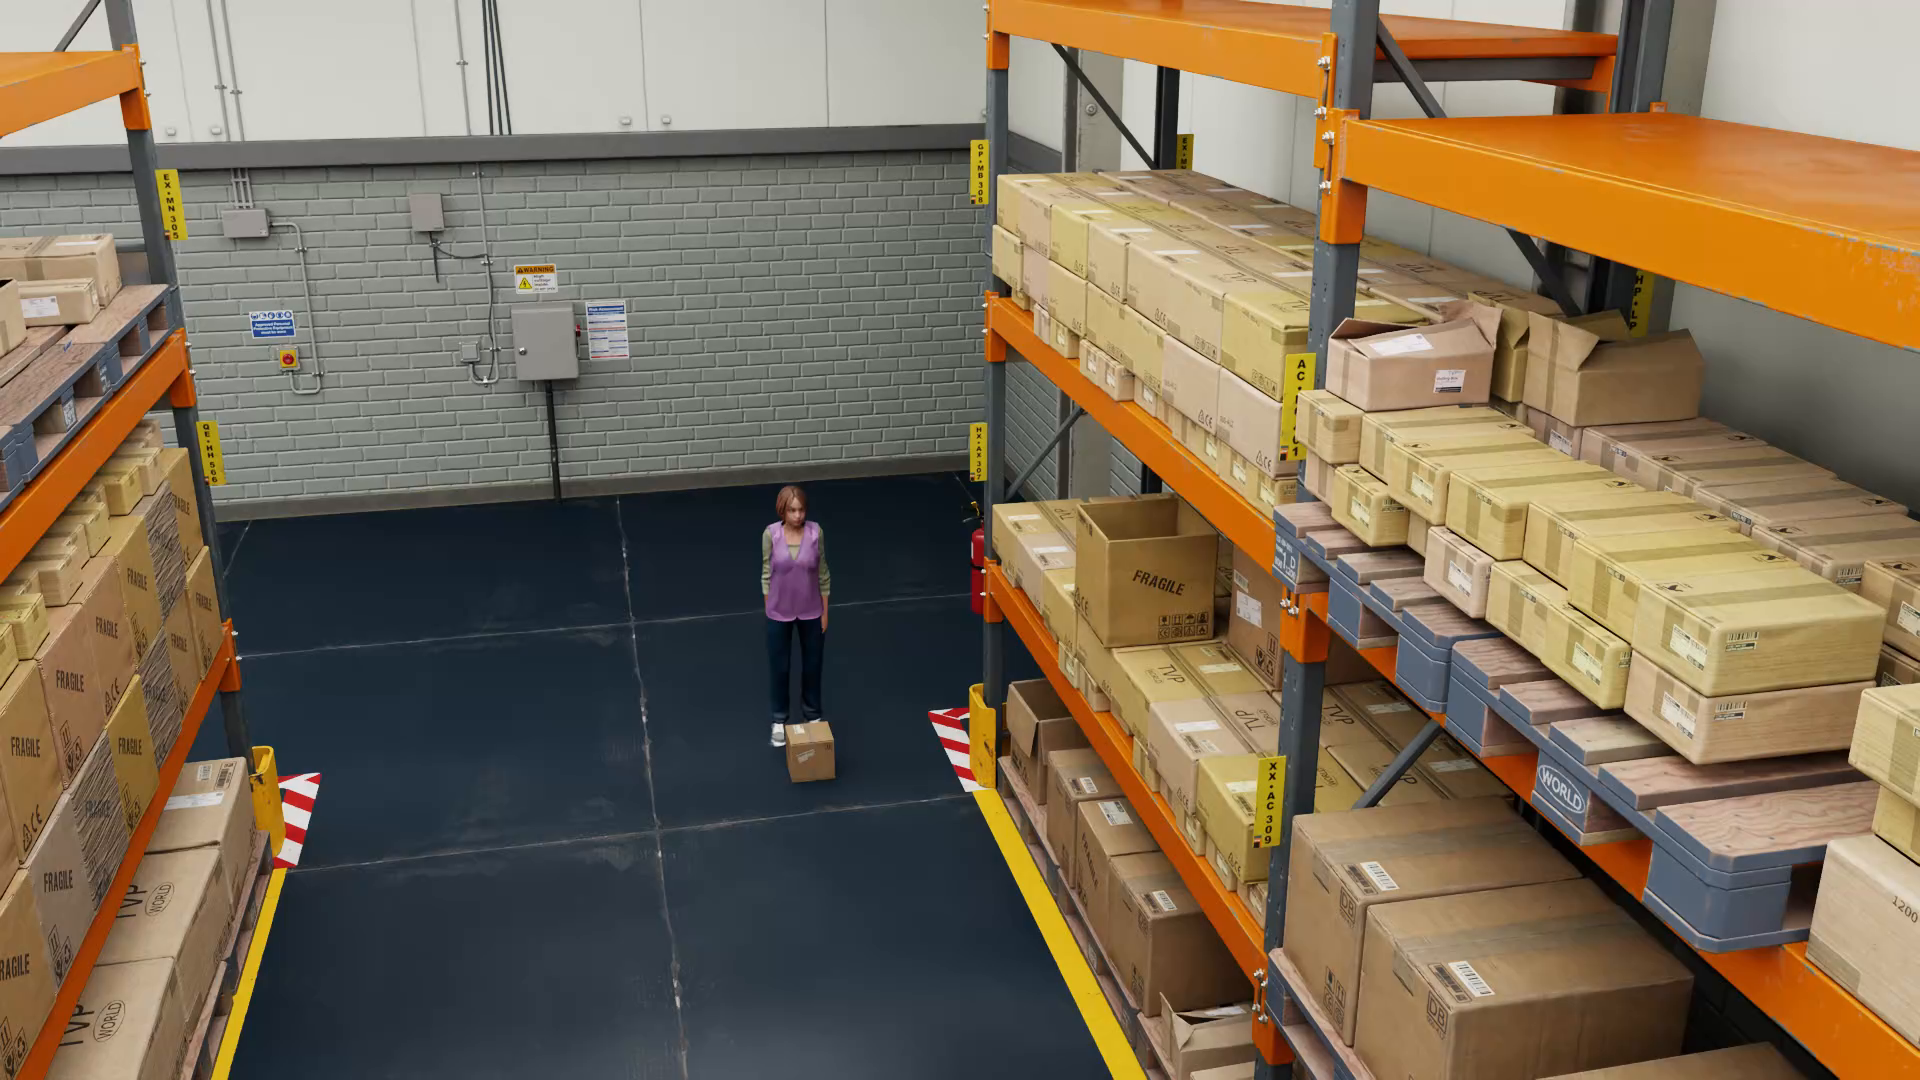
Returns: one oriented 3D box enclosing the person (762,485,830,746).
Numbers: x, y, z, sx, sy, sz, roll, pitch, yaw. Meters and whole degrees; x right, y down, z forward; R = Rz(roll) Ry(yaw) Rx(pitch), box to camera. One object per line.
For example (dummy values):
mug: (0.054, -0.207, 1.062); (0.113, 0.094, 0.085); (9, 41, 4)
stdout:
person: (-0.965, 0.444, 9.872); (0.405, 1.603, 0.309); (-4, 20, -11)
